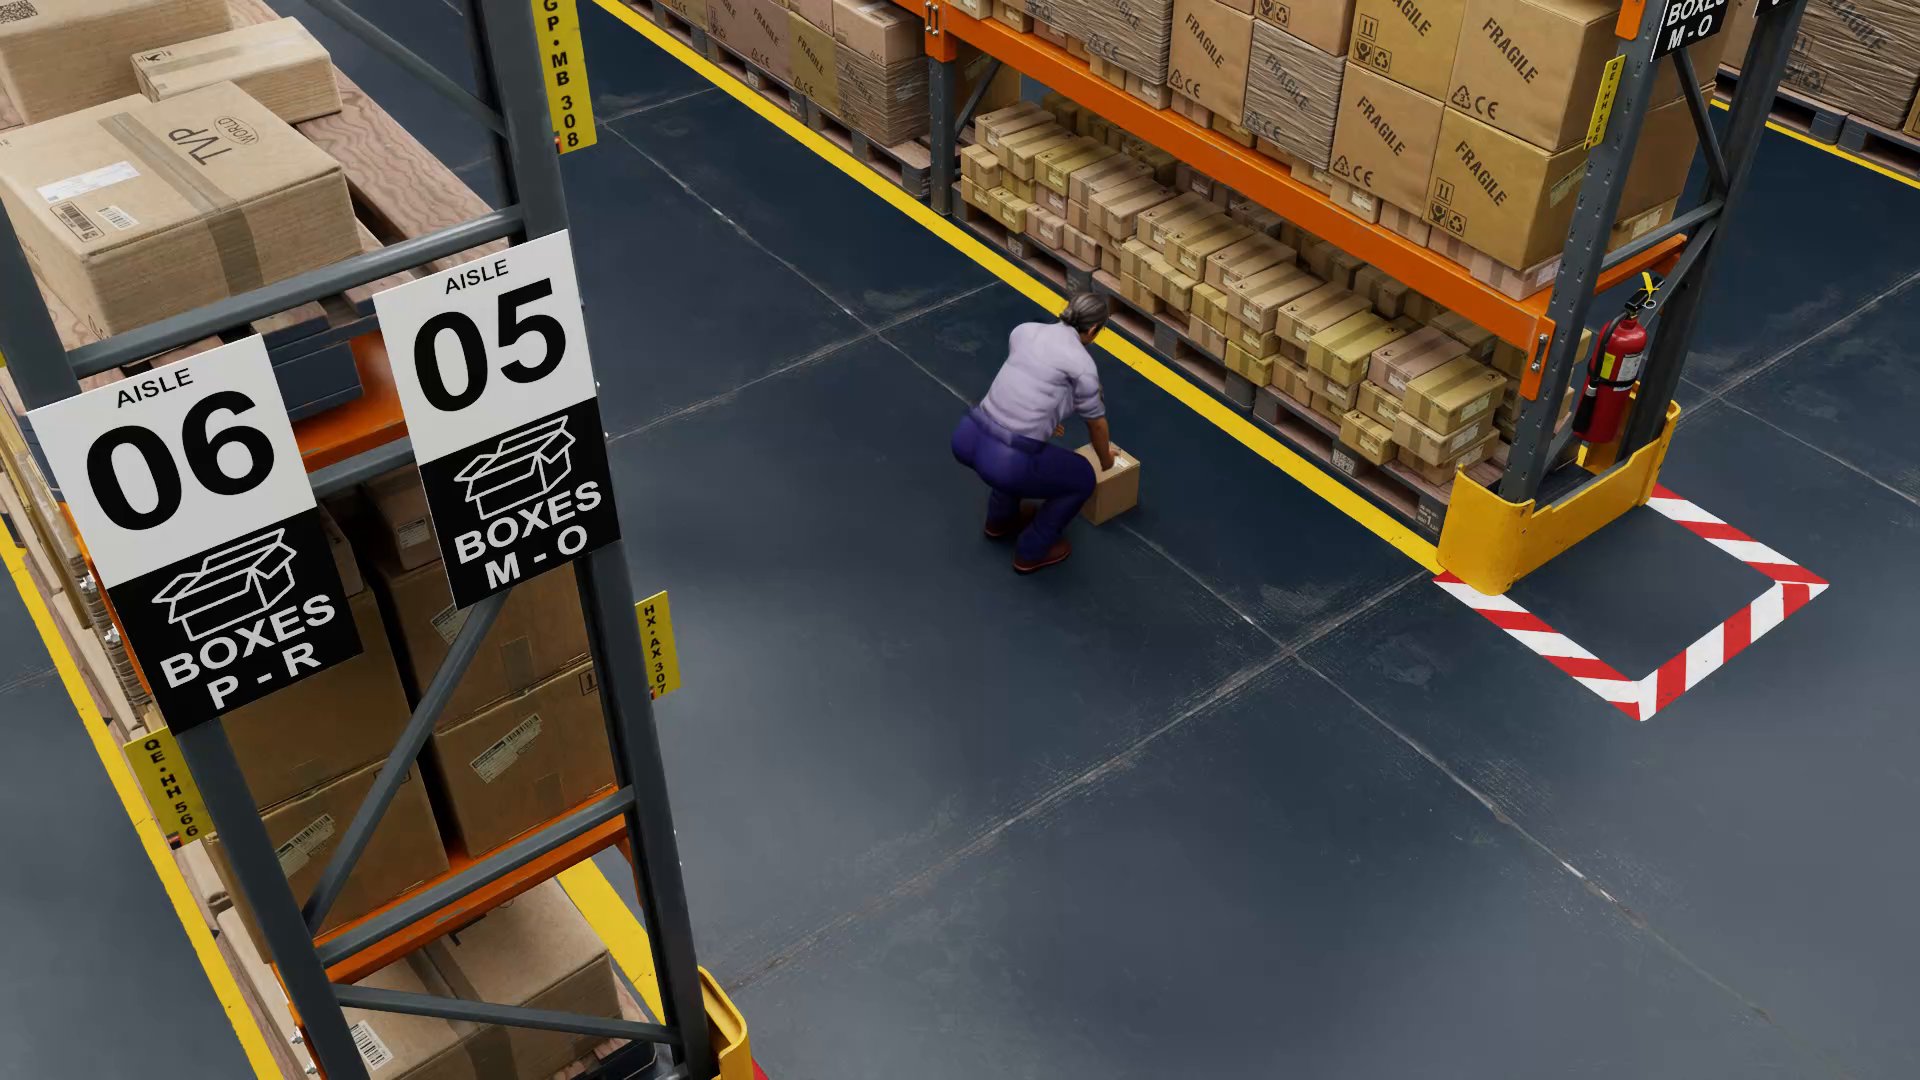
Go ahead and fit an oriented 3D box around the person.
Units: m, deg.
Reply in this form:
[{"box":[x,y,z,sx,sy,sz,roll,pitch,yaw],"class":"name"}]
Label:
[{"box":[0.312,-0.457,7.098,0.762,1.141,0.539,-27,47,-28],"class":"person"}]
